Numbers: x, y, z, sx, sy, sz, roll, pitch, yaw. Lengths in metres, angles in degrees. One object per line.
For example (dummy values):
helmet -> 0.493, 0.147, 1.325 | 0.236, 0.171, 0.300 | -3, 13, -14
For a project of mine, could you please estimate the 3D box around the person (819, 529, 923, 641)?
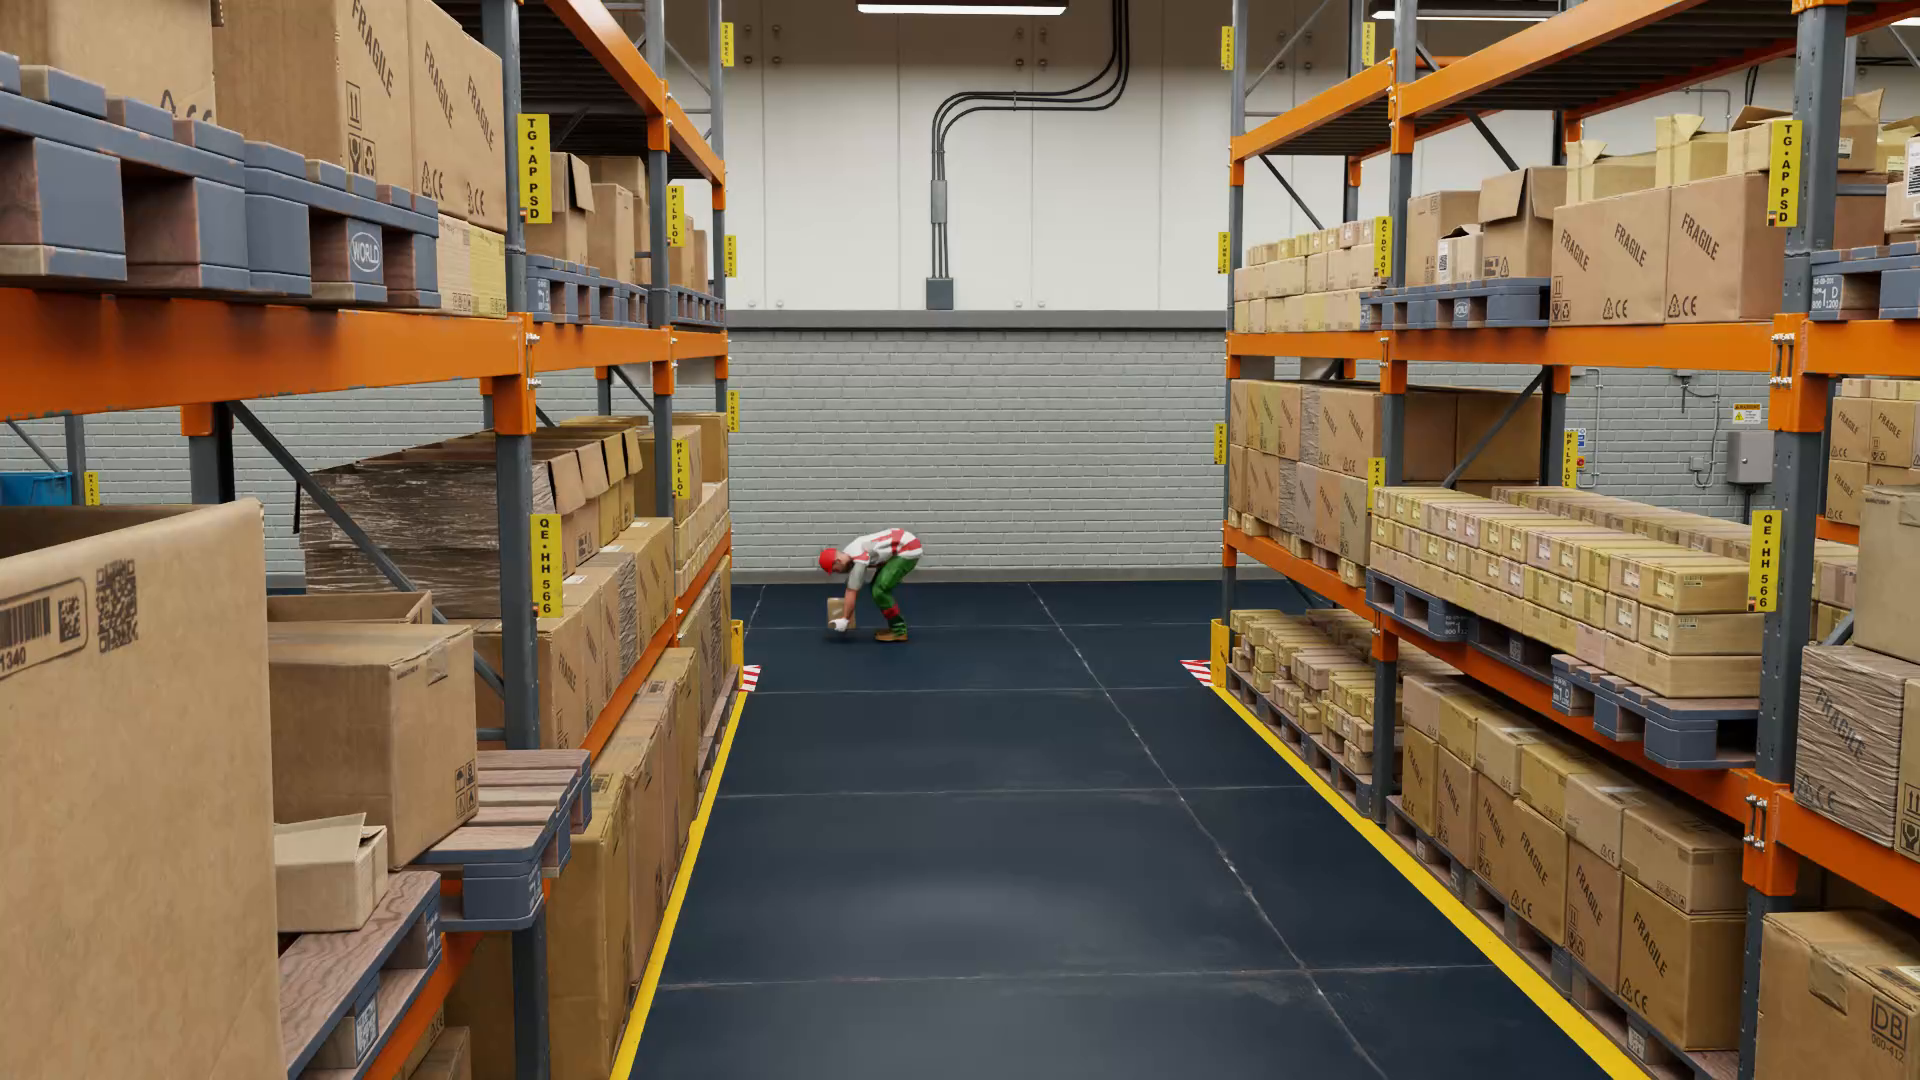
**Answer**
person -> -0.822, 0.413, 15.376 | 0.954, 1.023, 0.524 | -1, 7, -6
